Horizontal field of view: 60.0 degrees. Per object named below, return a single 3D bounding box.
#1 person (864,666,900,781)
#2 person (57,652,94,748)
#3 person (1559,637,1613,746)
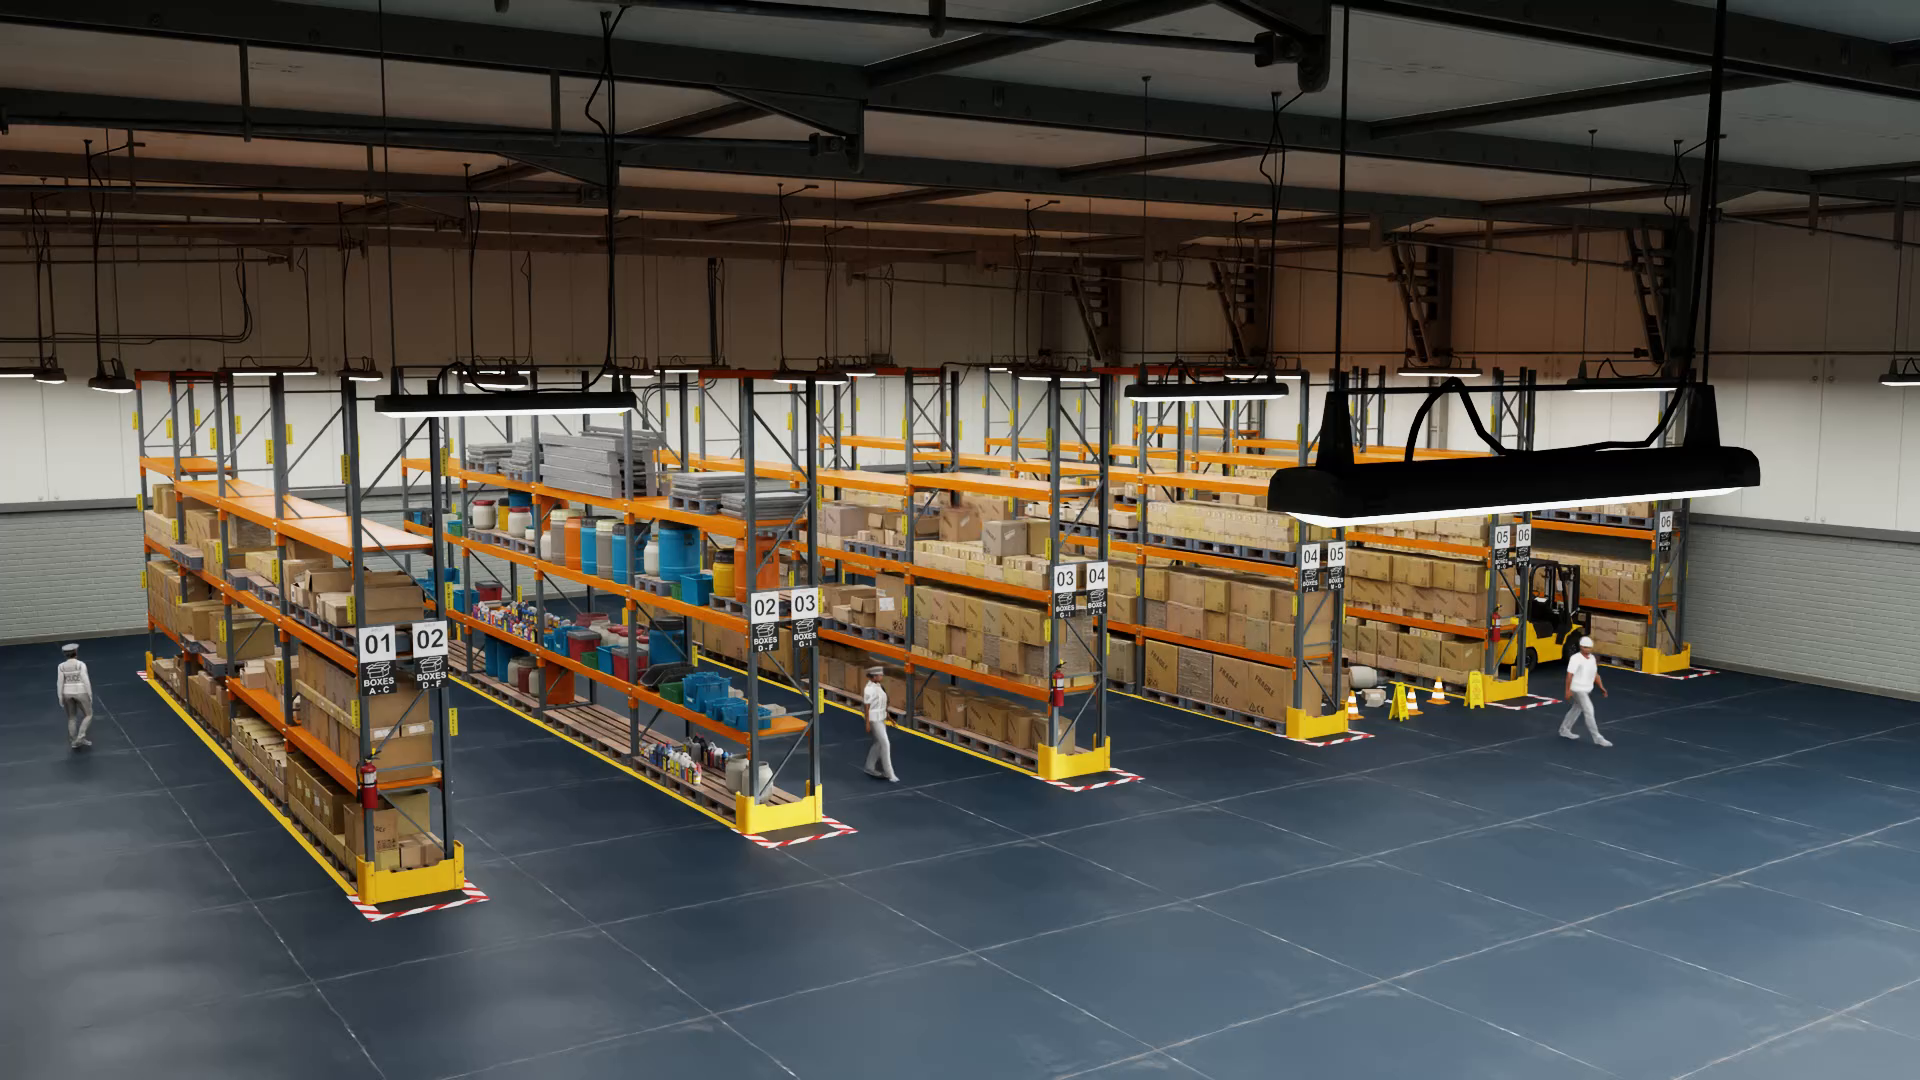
[{"bbox_3d":[-1.152,2.733,24.791,0.623,1.696,0.470,2,7,15],"label":"person"},{"bbox_3d":[-14.171,2.516,26.601,0.515,1.655,0.480,0,6,-4],"label":"person"},{"bbox_3d":[10.138,2.418,26.856,0.599,1.719,0.968,-6,9,-41],"label":"person"}]
